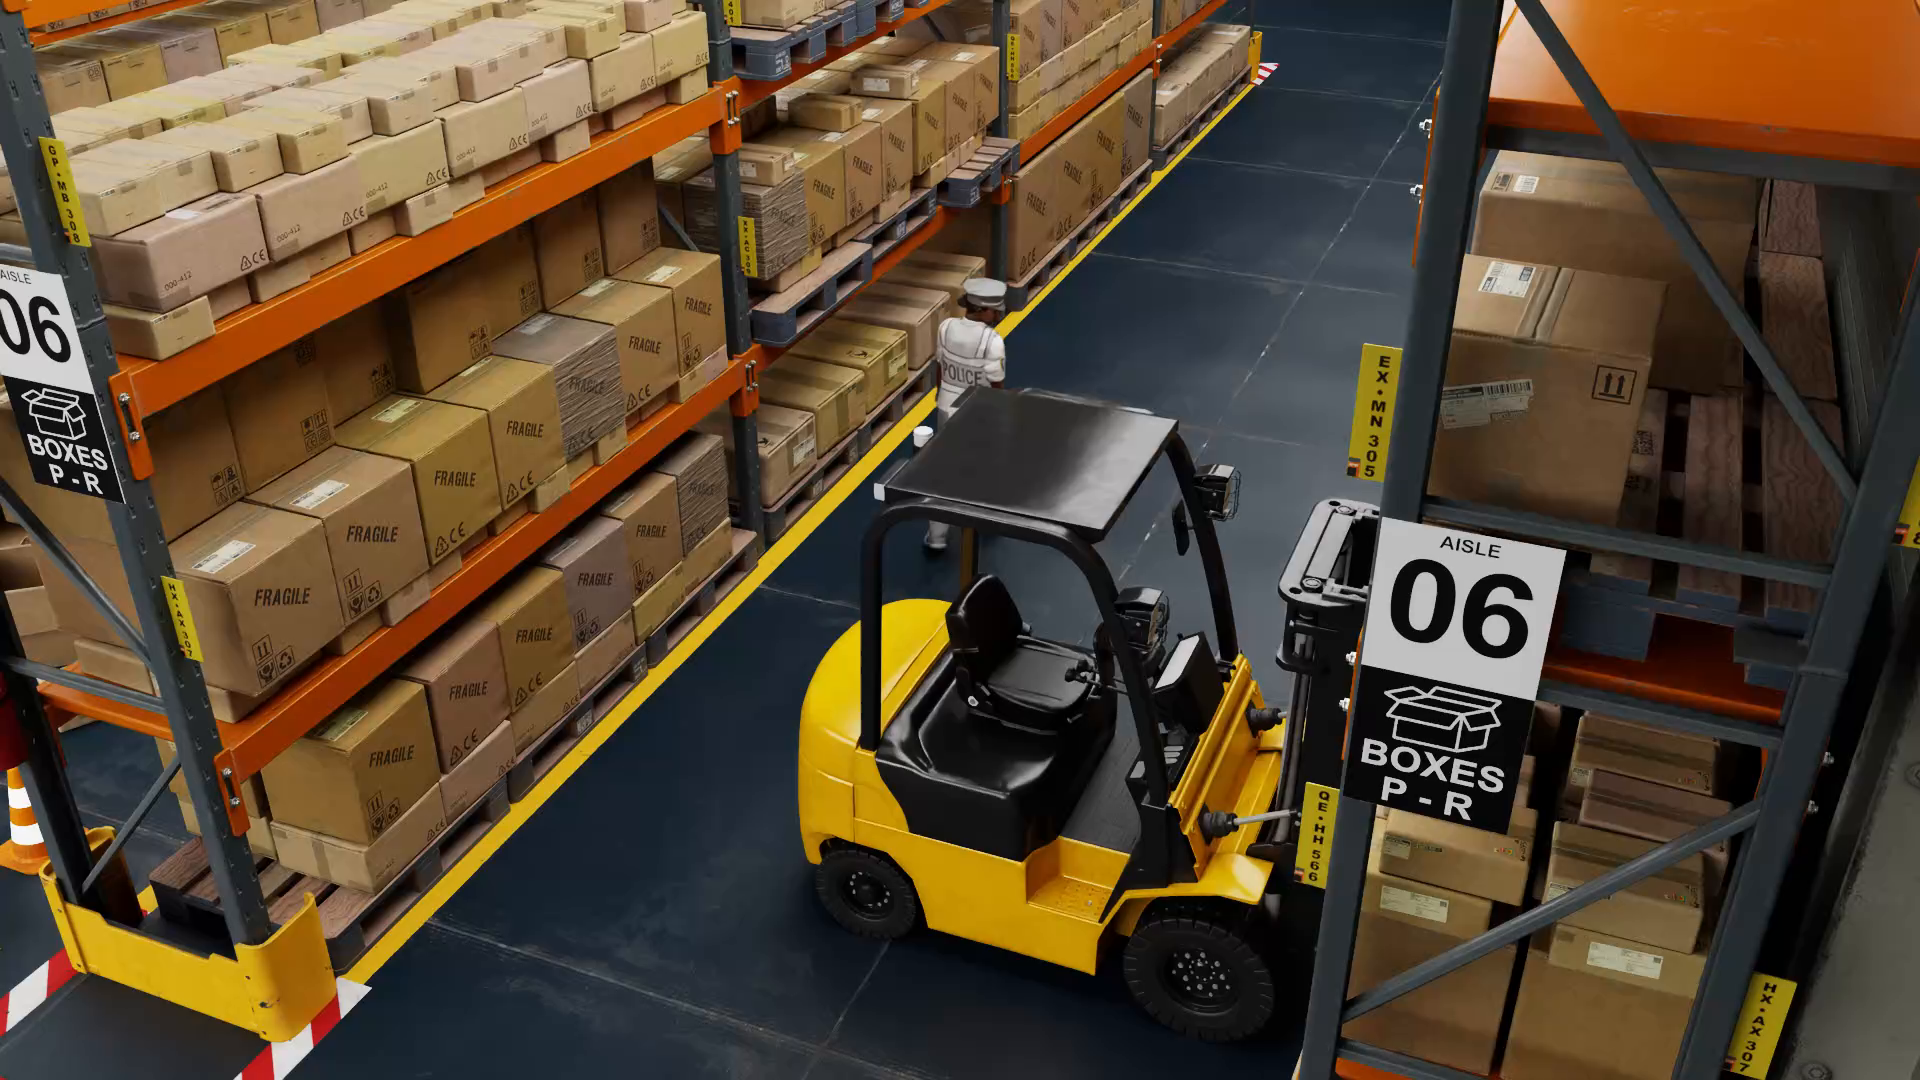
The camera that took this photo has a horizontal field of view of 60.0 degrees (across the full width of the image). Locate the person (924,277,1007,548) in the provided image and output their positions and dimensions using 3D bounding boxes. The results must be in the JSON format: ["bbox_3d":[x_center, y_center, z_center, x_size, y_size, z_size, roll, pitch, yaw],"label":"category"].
[{"bbox_3d":[0.070,-0.742,9.661,0.477,1.644,0.731,12,32,19],"label":"person"}]
